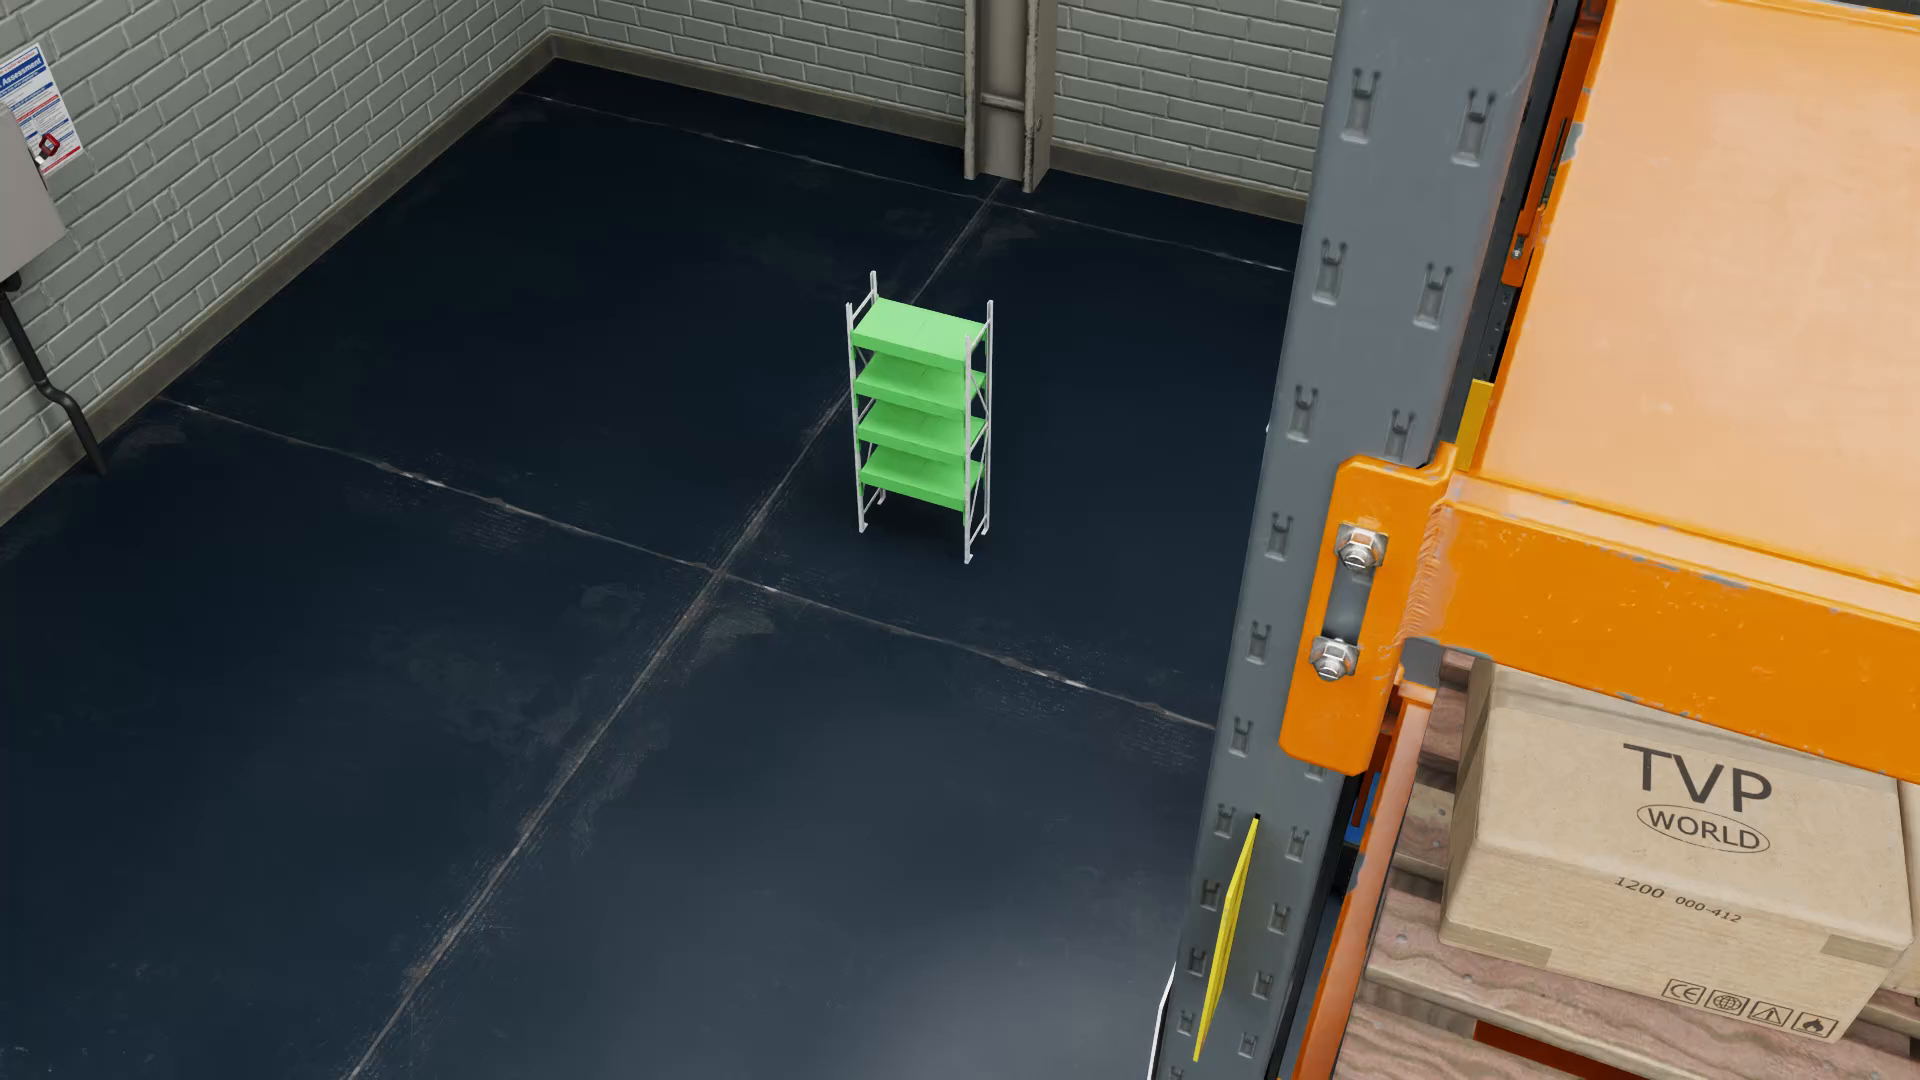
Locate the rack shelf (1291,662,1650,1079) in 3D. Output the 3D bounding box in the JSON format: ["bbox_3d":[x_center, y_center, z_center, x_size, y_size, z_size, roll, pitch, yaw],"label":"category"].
[{"bbox_3d":[2.341,1.199,2.140,4.000,0.370,1.077,16,47,16],"label":"rack shelf"}]

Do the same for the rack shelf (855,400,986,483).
[{"bbox_3d":[-0.153,-0.425,6.756,0.480,0.148,0.258,16,47,16],"label":"rack shelf"}]

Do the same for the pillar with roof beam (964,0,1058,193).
[{"bbox_3d":[-1.396,-2.411,3.132,0.400,9.000,9.100,16,47,16],"label":"pillar with roof beam"}]

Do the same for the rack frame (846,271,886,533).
[{"bbox_3d":[-0.378,-0.537,6.777,0.015,1.200,0.240,16,47,16],"label":"rack frame"}]

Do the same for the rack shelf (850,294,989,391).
[{"bbox_3d":[-0.153,-0.765,6.417,0.480,0.148,0.258,16,47,16],"label":"rack shelf"}]

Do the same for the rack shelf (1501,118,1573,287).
[{"bbox_3d":[4.248,-0.969,6.447,4.000,0.370,1.077,16,47,16],"label":"rack shelf"}]

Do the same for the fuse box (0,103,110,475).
[{"bbox_3d":[-3.775,-0.922,6.803,0.414,1.711,0.539,16,47,16],"label":"fuse box"}]

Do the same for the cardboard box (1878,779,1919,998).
[{"bbox_3d":[1.363,0.431,2.212,0.250,0.149,0.380,13,46,13],"label":"cardboard box"}]

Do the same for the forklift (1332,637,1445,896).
[{"bbox_3d":[2.753,0.266,4.743,3.031,2.935,1.130,18,47,17],"label":"forklift"}]

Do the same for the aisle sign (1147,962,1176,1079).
[{"bbox_3d":[0.317,0.712,2.403,0.004,0.787,0.394,16,47,16],"label":"aisle sign"}]

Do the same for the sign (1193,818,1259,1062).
[{"bbox_3d":[0.276,0.423,1.735,0.005,0.325,0.100,16,47,16],"label":"sign"}]

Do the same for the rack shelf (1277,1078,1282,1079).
[{"bbox_3d":[2.341,2.263,3.198,4.000,0.370,1.077,16,47,16],"label":"rack shelf"}]

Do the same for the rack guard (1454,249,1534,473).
[{"bbox_3d":[2.473,-0.861,7.600,0.348,0.500,1.175,16,47,16],"label":"rack guard"}]

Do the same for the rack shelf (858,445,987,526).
[{"bbox_3d":[-0.153,-0.255,6.925,0.480,0.148,0.258,16,47,16],"label":"rack shelf"}]

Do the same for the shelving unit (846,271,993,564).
[{"bbox_3d":[-0.153,-0.470,6.711,0.503,1.200,0.258,16,47,16],"label":"shelving unit"}]

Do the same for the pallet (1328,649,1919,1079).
[{"bbox_3d":[1.184,0.627,2.268,1.213,0.211,1.003,16,47,16],"label":"pallet"}]

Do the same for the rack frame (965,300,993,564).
[{"bbox_3d":[0.072,-0.404,6.644,0.015,1.200,0.240,16,47,16],"label":"rack frame"}]

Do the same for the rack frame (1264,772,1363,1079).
[{"bbox_3d":[0.495,1.465,3.490,0.127,3.000,1.000,16,47,16],"label":"rack frame"}]

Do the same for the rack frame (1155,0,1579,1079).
[{"bbox_3d":[0.495,-0.662,1.374,0.127,3.000,1.000,16,47,16],"label":"rack frame"}]

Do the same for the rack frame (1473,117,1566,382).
[{"bbox_3d":[2.402,-1.768,6.739,0.127,3.000,1.000,16,47,16],"label":"rack frame"}]

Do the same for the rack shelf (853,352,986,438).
[{"bbox_3d":[-0.153,-0.595,6.587,0.480,0.148,0.258,16,47,16],"label":"rack shelf"}]

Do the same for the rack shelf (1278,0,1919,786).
[{"bbox_3d":[2.341,0.278,1.223,4.000,0.370,1.077,16,47,16],"label":"rack shelf"}]

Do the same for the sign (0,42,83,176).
[{"bbox_3d":[-3.776,-1.723,6.762,0.001,0.494,0.329,16,47,16],"label":"sign"}]

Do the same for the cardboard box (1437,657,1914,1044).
[{"bbox_3d":[0.945,0.334,2.238,0.500,0.250,0.500,12,46,12],"label":"cardboard box"}]
